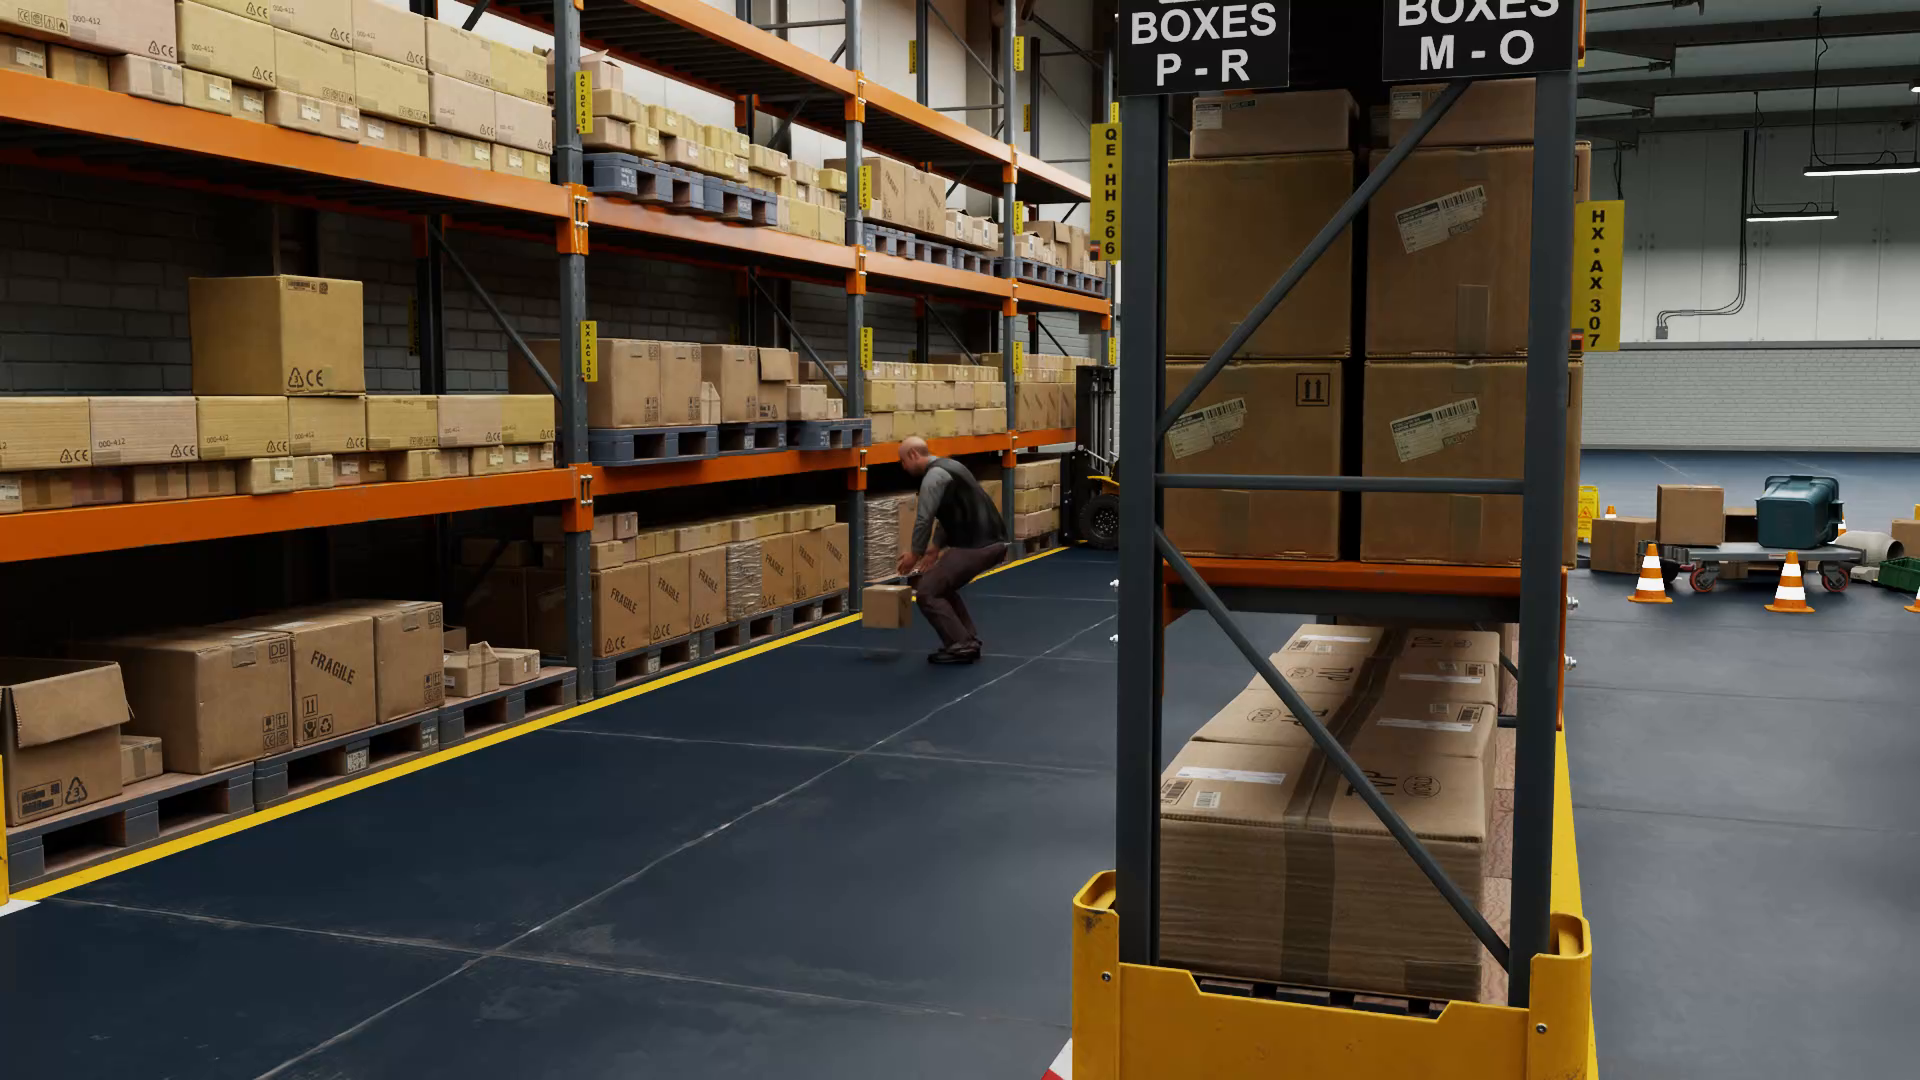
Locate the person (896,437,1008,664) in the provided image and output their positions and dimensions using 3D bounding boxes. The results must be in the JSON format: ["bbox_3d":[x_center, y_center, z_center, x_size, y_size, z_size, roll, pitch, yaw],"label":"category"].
[{"bbox_3d":[-0.060,0.062,10.580,0.689,1.434,0.591,2,5,19],"label":"person"}]
